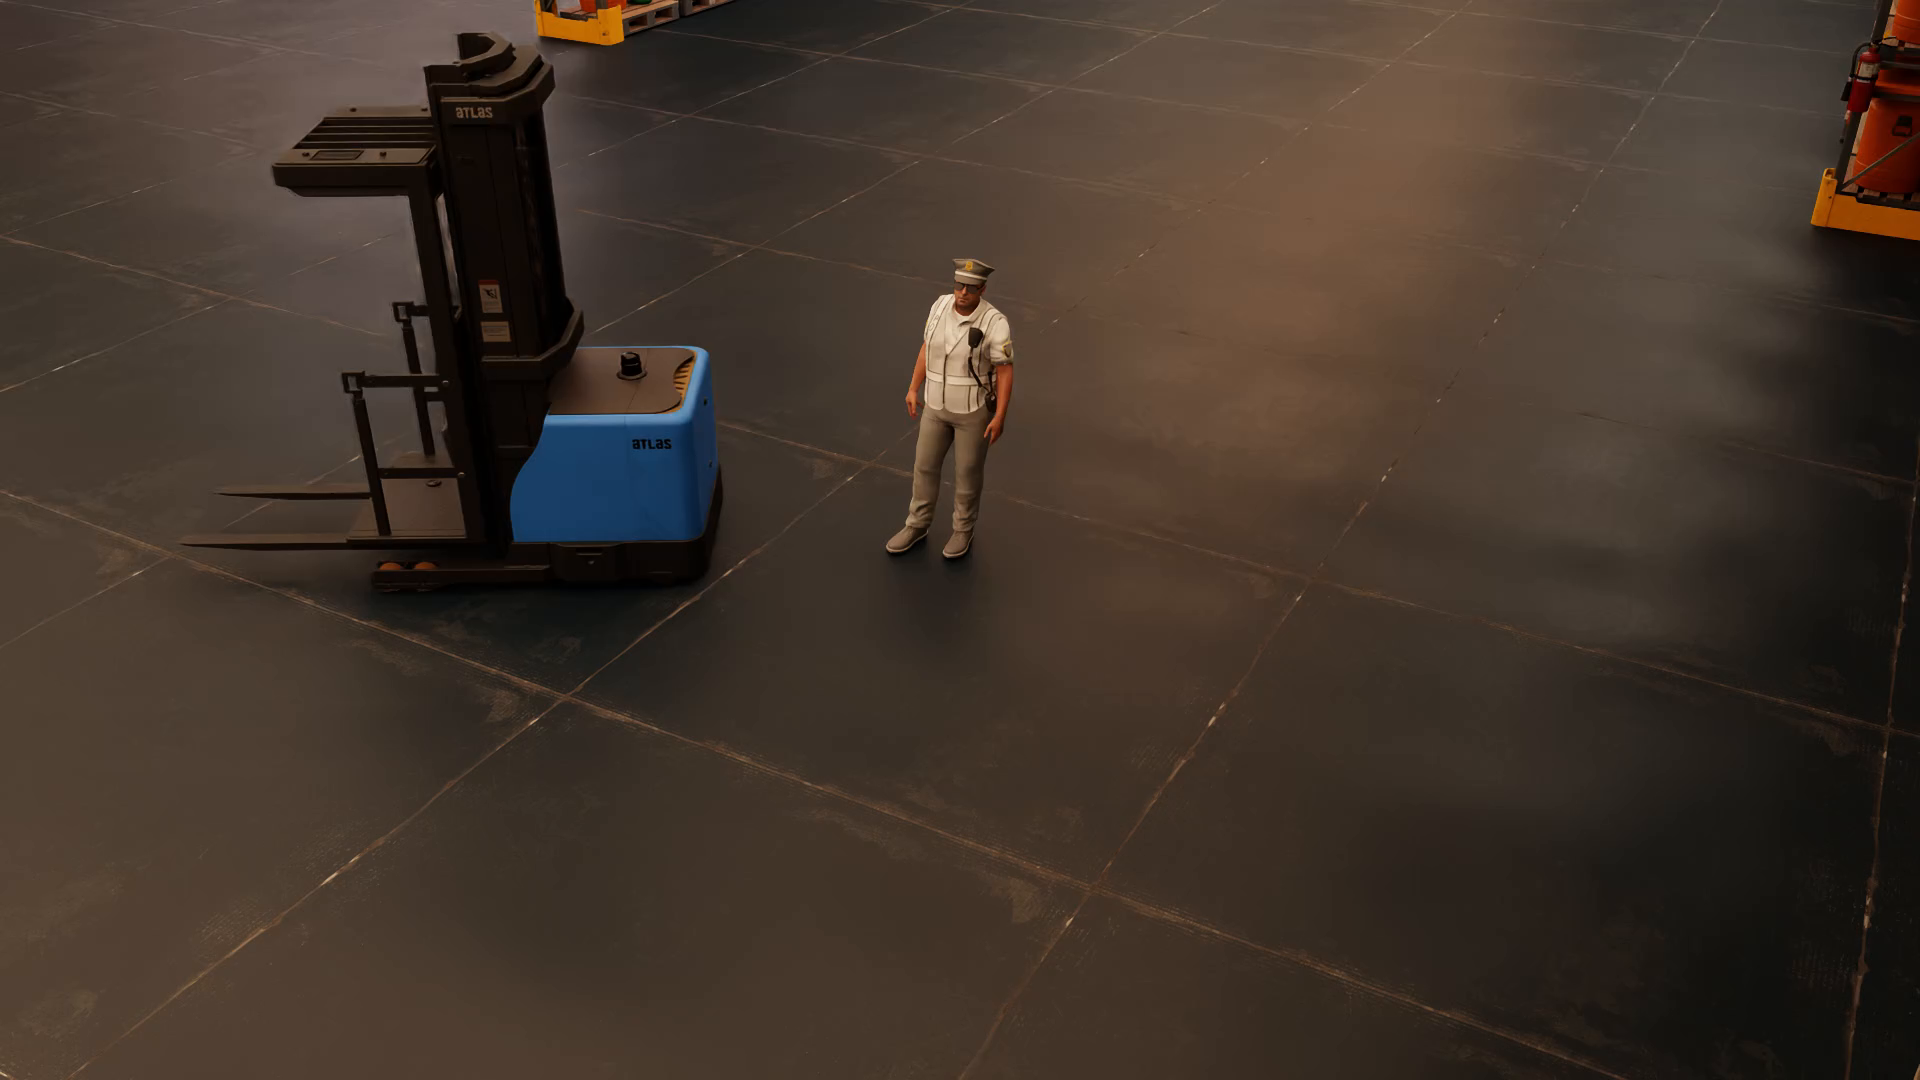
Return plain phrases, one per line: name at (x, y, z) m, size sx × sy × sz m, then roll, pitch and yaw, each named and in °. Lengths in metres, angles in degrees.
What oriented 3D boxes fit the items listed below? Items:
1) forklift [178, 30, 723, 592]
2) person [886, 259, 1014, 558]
forklift at (-2.973, -1.240, 9.219) m, size 3.031 × 2.935 × 1.130 m, roll -1°, pitch 30°, yaw -1°
person at (-0.048, -0.747, 9.499) m, size 0.641 × 1.780 × 0.574 m, roll 15°, pitch 33°, yaw 25°
